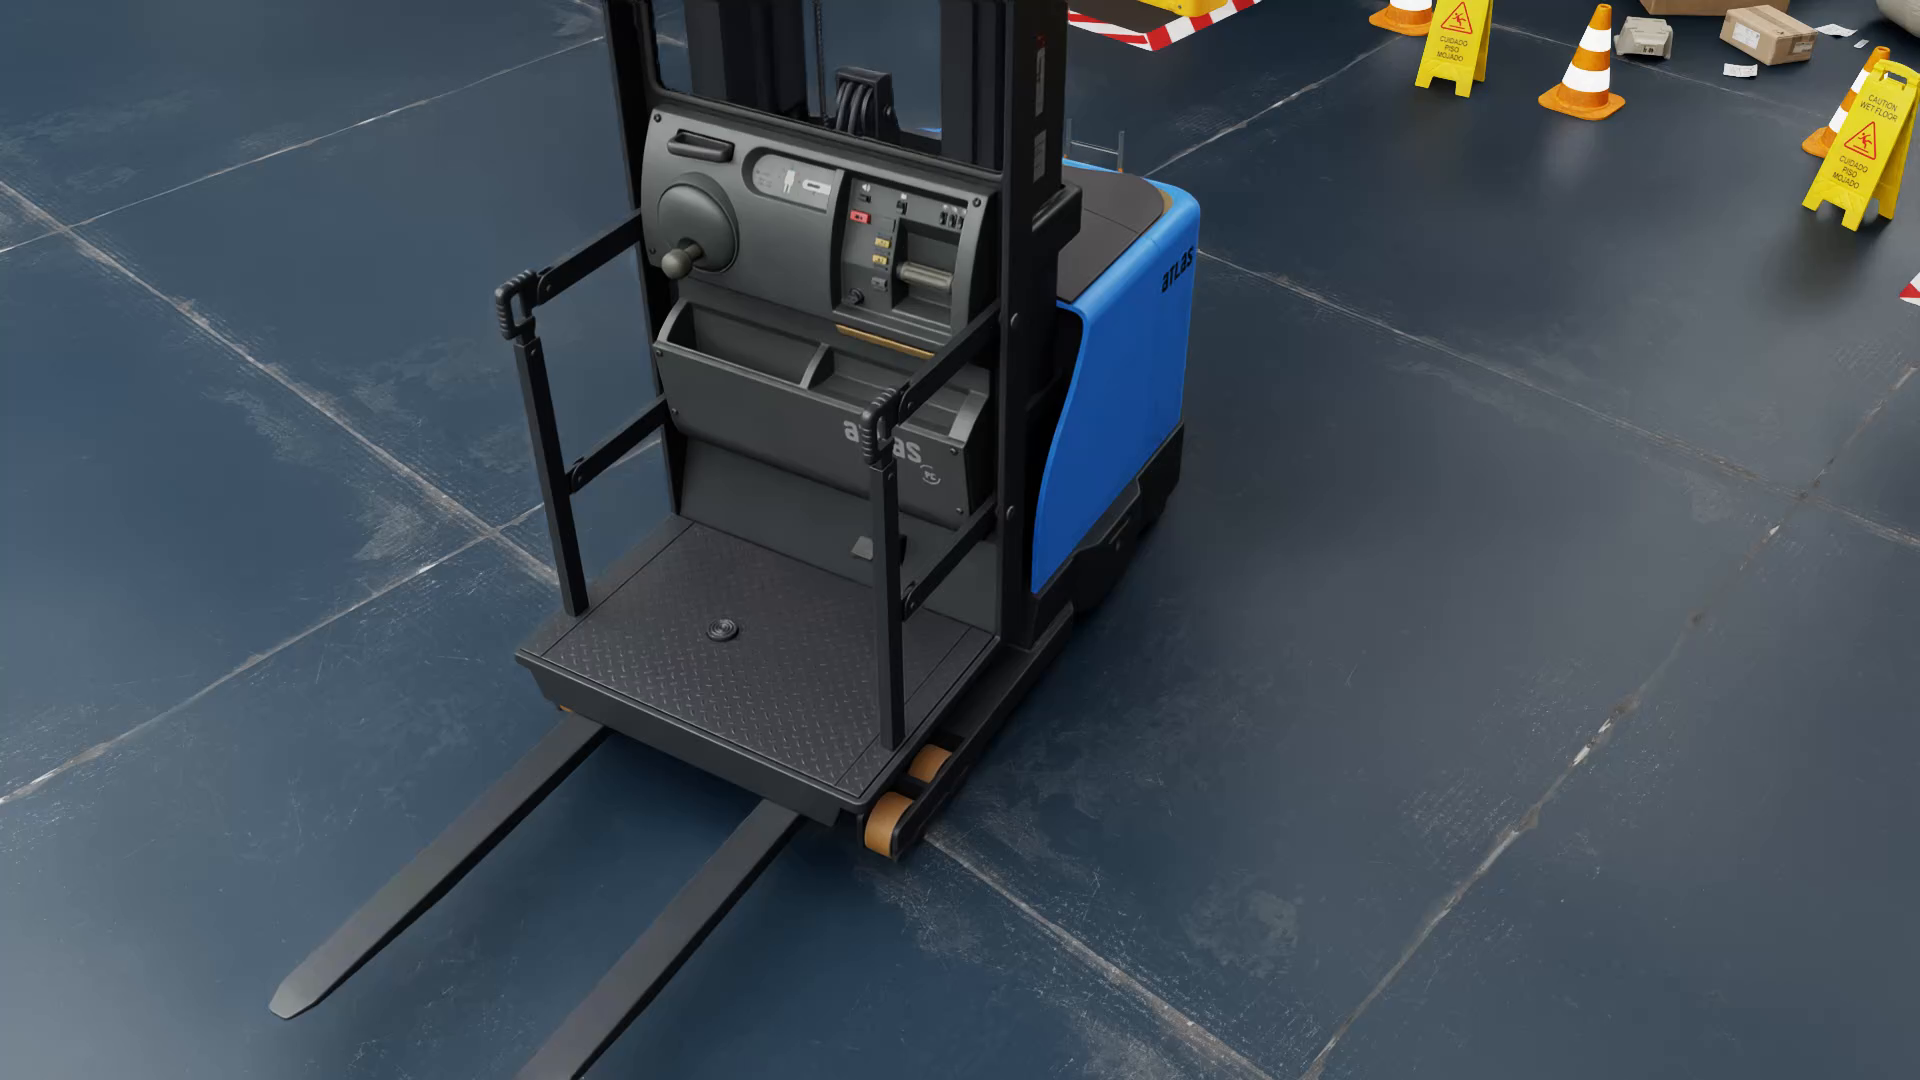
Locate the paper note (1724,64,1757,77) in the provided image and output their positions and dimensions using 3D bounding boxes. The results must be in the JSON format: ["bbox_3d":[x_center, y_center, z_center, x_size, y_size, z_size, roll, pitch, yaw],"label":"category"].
[{"bbox_3d":[3.810,-2.296,8.113,0.148,0.019,0.142,14,41,17],"label":"paper note"}]

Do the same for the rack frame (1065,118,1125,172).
[{"bbox_3d":[0.424,-0.883,5.517,0.200,1.050,0.008,20,43,23],"label":"rack frame"}]

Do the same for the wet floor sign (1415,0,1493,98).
[{"bbox_3d":[2.362,-2.454,7.817,0.267,0.644,0.232,22,43,25],"label":"wet floor sign"}]

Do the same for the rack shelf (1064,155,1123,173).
[{"bbox_3d":[0.363,-1.031,5.265,0.215,0.259,0.240,20,43,23],"label":"rack shelf"}]

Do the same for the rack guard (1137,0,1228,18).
[{"bbox_3d":[0.904,-3.231,8.911,1.175,0.500,0.348,30,47,32],"label":"rack guard"}]

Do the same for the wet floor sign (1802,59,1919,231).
[{"bbox_3d":[3.724,-1.628,6.779,0.232,0.644,0.267,-18,42,-21],"label":"wet floor sign"}]

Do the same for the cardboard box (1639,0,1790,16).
[{"bbox_3d":[3.958,-3.081,8.720,0.797,0.503,0.637,2,39,2],"label":"cardboard box"}]

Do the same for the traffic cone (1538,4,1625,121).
[{"bbox_3d":[2.931,-2.244,7.700,0.336,0.463,0.334,30,47,32],"label":"traffic cone"}]

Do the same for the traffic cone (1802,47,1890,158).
[{"bbox_3d":[3.980,-1.934,7.311,0.336,0.463,0.334,30,47,32],"label":"traffic cone"}]

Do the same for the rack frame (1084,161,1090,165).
[{"bbox_3d":[0.303,-0.752,5.352,0.200,1.050,0.008,20,43,23],"label":"rack frame"}]

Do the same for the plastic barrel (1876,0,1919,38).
[{"bbox_3d":[4.918,-2.764,8.386,0.421,0.421,0.512,-5,39,-6],"label":"plastic barrel"}]

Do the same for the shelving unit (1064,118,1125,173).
[{"bbox_3d":[0.363,-0.818,5.435,0.215,1.050,0.252,20,43,23],"label":"shelving unit"}]

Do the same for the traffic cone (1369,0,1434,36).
[{"bbox_3d":[2.326,-2.875,8.494,0.336,0.463,0.334,30,47,32],"label":"traffic cone"}]

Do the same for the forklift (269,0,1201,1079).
[{"bbox_3d":[-0.461,-0.668,3.735,1.130,2.935,3.031,20,43,23],"label":"forklift"}]

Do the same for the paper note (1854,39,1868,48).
[{"bbox_3d":[4.549,-2.504,8.391,0.032,0.001,0.123,30,47,32],"label":"paper note"}]

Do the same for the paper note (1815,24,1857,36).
[{"bbox_3d":[4.494,-2.619,8.528,0.142,0.019,0.148,-18,42,-21],"label":"paper note"}]

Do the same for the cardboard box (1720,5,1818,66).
[{"bbox_3d":[4.035,-2.522,8.302,0.250,0.149,0.380,-11,40,-14],"label":"cardboard box"}]

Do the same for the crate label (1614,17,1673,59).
[{"bbox_3d":[3.416,-2.504,8.289,0.250,0.136,0.298,8,39,10],"label":"crate label"}]
